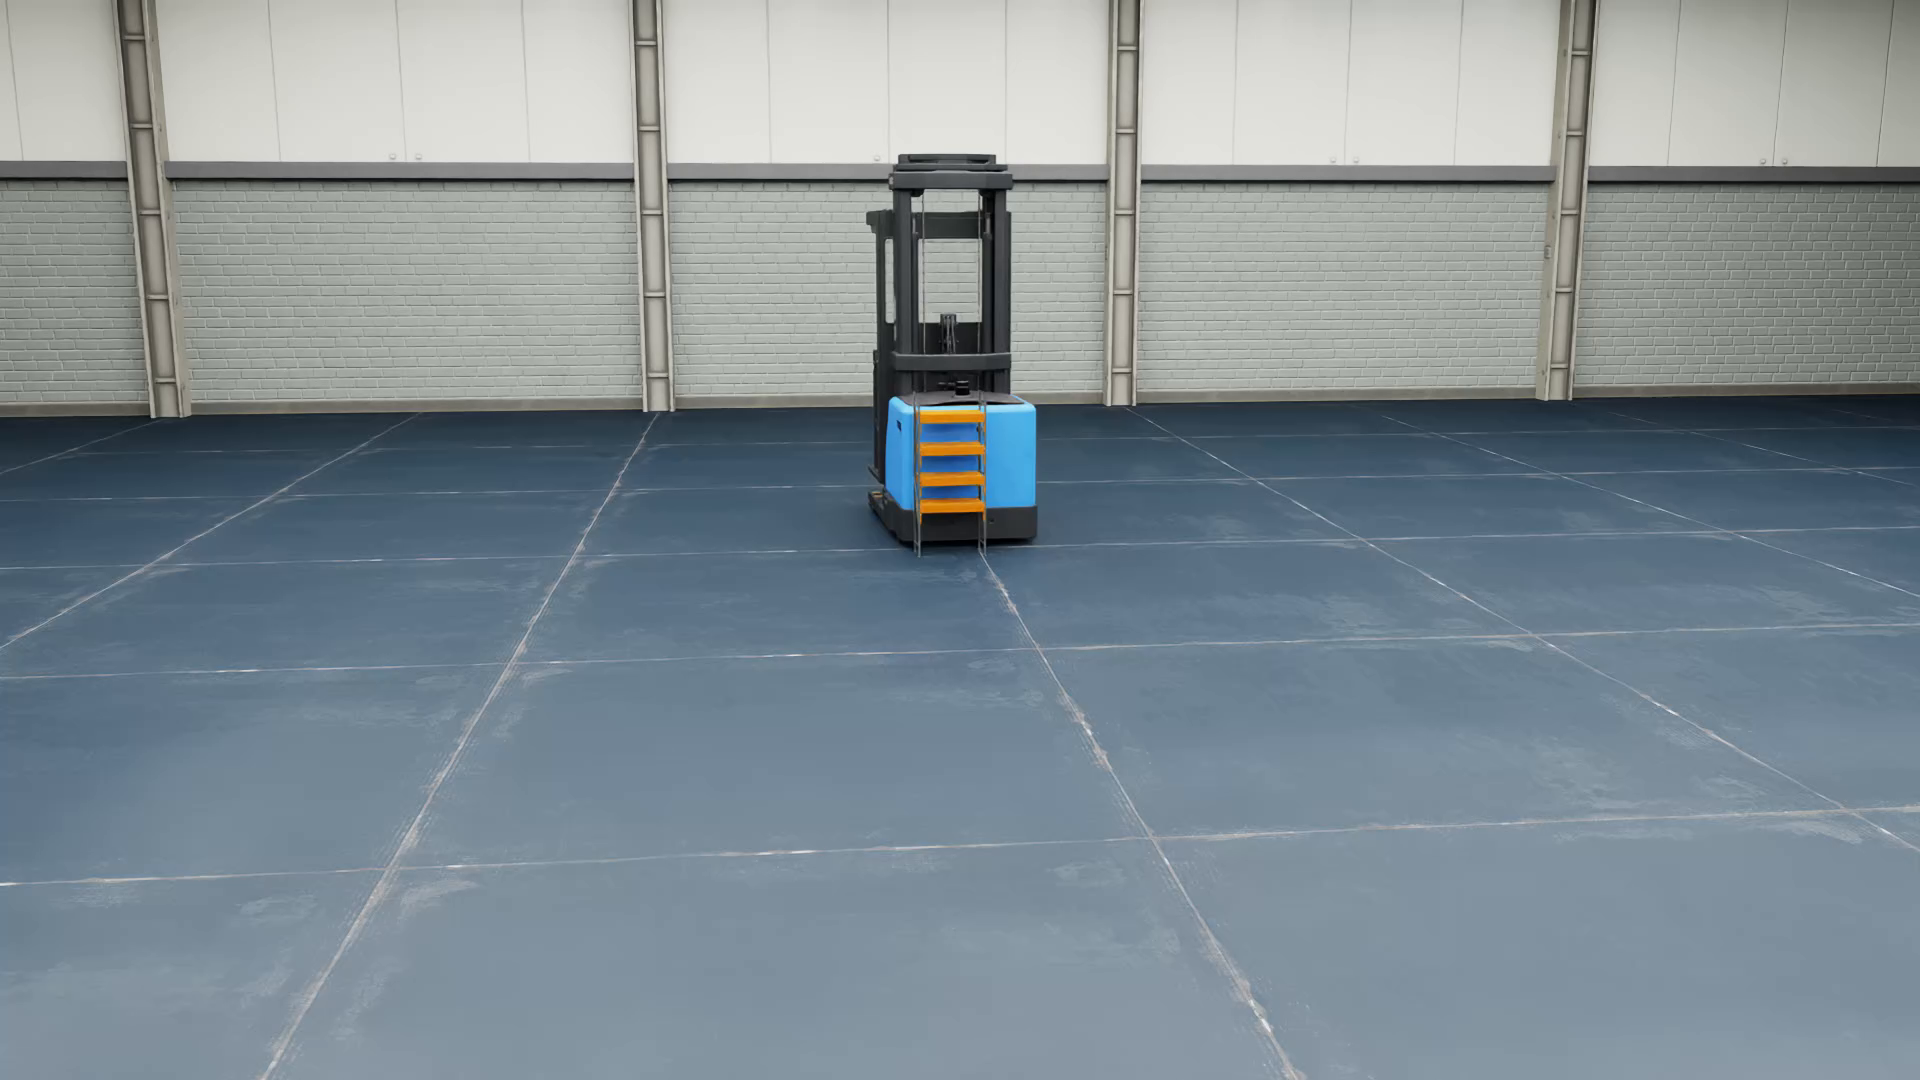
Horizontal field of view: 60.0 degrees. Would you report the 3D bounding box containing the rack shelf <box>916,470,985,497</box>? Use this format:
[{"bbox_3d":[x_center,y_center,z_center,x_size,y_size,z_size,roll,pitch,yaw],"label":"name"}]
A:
[{"bbox_3d":[-0.075,-0.419,12.238,0.480,0.148,0.258,-2,11,-10],"label":"rack shelf"}]

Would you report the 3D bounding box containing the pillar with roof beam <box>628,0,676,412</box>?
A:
[{"bbox_3d":[-3.394,-5.258,16.286,0.400,9.000,9.100,-1,11,-6],"label":"pillar with roof beam"}]

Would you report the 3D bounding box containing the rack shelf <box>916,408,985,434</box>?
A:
[{"bbox_3d":[-0.075,-0.871,12.148,0.480,0.148,0.258,-2,11,-10],"label":"rack shelf"}]

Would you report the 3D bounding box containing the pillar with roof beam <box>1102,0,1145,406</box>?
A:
[{"bbox_3d":[2.571,-5.383,16.922,0.400,9.000,9.100,-1,11,-6],"label":"pillar with roof beam"}]

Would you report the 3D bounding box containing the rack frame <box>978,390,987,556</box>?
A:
[{"bbox_3d":[0.165,-0.494,12.266,0.015,1.200,0.240,-2,11,-10],"label":"rack frame"}]

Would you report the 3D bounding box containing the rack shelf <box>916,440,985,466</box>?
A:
[{"bbox_3d":[-0.075,-0.639,12.194,0.480,0.148,0.258,-2,11,-10],"label":"rack shelf"}]

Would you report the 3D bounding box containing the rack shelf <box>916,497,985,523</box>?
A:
[{"bbox_3d":[-0.075,-0.225,12.277,0.480,0.148,0.258,-2,11,-10],"label":"rack shelf"}]

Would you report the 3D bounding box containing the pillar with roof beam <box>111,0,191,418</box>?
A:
[{"bbox_3d":[-9.359,-5.133,15.650,0.400,9.000,9.100,-1,11,-6],"label":"pillar with roof beam"}]

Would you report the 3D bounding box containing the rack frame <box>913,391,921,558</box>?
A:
[{"bbox_3d":[-0.315,-0.477,12.184,0.015,1.200,0.240,-2,11,-10],"label":"rack frame"}]

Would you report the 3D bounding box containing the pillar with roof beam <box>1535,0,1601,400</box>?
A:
[{"bbox_3d":[8.536,-5.508,17.558,0.400,9.000,9.100,-1,11,-6],"label":"pillar with roof beam"}]

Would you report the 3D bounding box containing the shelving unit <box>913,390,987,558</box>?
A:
[{"bbox_3d":[-0.075,-0.485,12.225,0.503,1.200,0.258,-2,11,-10],"label":"shelving unit"}]

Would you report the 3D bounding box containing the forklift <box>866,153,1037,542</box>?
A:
[{"bbox_3d":[-0.173,-1.657,13.698,1.130,2.935,3.031,-2,11,-10],"label":"forklift"}]
